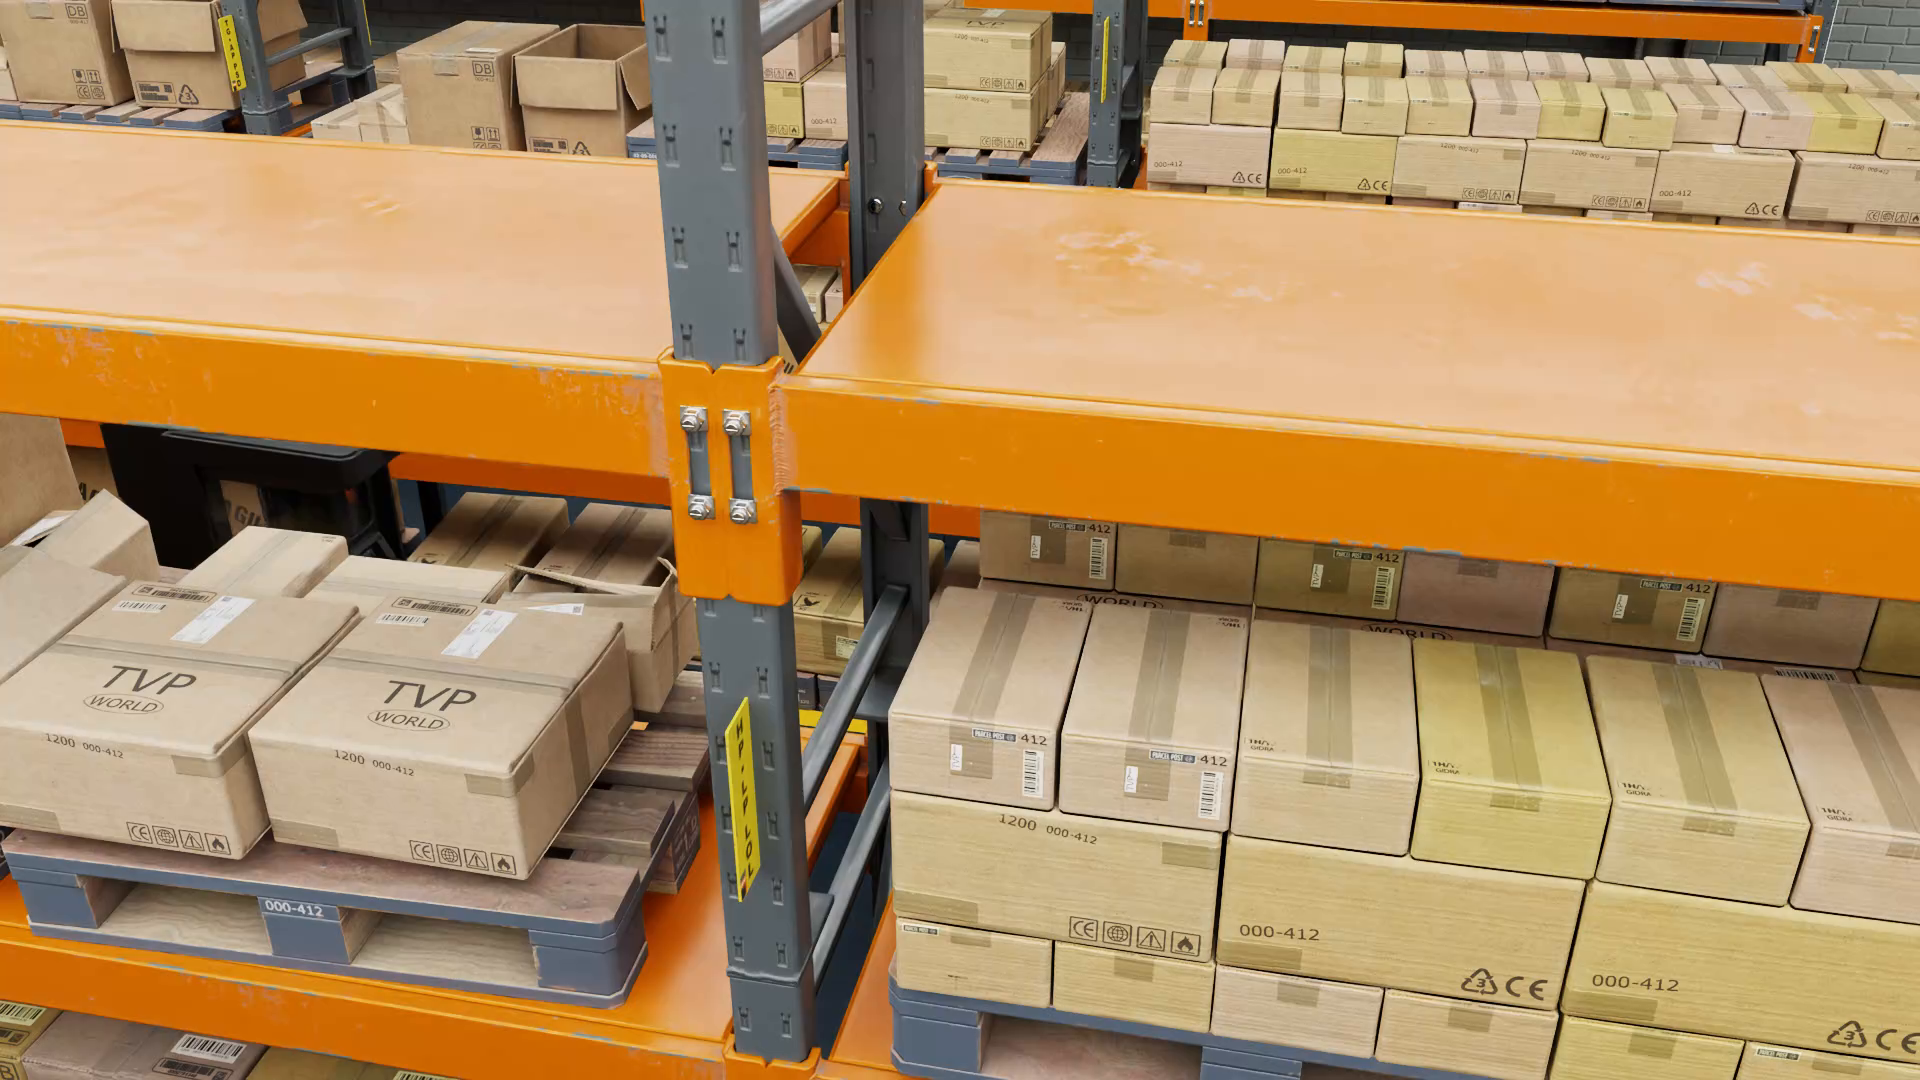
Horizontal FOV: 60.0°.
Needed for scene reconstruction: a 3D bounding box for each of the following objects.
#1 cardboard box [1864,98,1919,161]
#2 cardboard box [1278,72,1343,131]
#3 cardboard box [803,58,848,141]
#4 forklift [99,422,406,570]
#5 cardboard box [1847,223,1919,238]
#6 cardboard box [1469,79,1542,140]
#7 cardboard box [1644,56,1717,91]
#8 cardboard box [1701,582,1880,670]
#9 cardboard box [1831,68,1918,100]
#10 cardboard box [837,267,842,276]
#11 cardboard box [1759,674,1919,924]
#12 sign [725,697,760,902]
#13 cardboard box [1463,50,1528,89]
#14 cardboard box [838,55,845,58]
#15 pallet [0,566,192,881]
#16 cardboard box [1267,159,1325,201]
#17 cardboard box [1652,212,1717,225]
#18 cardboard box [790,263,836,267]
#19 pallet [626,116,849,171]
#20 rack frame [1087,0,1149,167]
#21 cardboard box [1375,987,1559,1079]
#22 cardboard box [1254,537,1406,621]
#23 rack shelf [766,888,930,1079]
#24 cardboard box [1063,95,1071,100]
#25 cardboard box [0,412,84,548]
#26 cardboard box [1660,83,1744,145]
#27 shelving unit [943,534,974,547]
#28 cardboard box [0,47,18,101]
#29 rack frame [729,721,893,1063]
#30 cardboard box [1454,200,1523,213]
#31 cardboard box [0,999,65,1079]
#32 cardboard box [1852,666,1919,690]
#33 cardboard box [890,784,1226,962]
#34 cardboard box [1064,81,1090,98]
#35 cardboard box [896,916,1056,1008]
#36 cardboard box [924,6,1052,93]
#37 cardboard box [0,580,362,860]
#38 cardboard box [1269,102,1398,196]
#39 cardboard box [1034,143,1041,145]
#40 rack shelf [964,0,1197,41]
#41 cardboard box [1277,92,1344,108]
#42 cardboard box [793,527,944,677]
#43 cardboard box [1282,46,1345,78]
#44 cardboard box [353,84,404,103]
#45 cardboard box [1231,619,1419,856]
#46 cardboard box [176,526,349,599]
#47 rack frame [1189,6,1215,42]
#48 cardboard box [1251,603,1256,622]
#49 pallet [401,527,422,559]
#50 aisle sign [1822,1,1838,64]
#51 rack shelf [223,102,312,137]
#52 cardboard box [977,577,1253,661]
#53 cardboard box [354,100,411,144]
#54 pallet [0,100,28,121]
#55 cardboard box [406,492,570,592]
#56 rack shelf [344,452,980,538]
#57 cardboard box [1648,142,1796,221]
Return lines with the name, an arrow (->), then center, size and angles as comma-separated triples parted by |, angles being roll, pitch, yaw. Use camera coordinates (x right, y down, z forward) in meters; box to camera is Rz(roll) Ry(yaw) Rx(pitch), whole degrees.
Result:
cardboard box -> 3.728, -1.619, 6.552 | 0.250, 0.149, 0.380 | 6, 29, 10
cardboard box -> 1.463, -1.836, 6.949 | 0.250, 0.149, 0.380 | 5, 29, 9
cardboard box -> -0.389, -1.986, 7.511 | 0.500, 0.250, 0.500 | 6, 29, 11
forklift -> -2.396, 0.316, 6.783 | 3.031, 2.935, 1.130 | 8, 30, 14
cardboard box -> 3.707, -1.269, 6.745 | 0.250, 0.149, 0.380 | 7, 29, 12
cardboard box -> 2.231, -1.774, 6.836 | 0.250, 0.149, 0.380 | 5, 29, 10
cardboard box -> 3.101, -1.970, 7.195 | 0.250, 0.149, 0.380 | 7, 29, 12
cardboard box -> 1.429, 0.057, 2.950 | 0.250, 0.149, 0.380 | 5, 29, 10
cardboard box -> 3.831, -1.866, 7.004 | 0.250, 0.149, 0.380 | 6, 29, 11
cardboard box -> -0.663, -1.154, 8.546 | 0.500, 0.500, 0.500 | 6, 29, 10
cardboard box -> 1.301, 0.366, 2.385 | 0.250, 0.149, 0.380 | 6, 29, 10
sign -> -0.333, 0.402, 2.565 | 0.005, 0.325, 0.100 | 6, 29, 11
cardboard box -> 2.344, -2.036, 7.315 | 0.250, 0.149, 0.380 | 6, 29, 11
cardboard box -> -0.278, -2.240, 7.975 | 0.500, 0.250, 0.500 | 5, 29, 10
pallet -> -2.406, 0.343, 3.735 | 1.213, 0.211, 1.003 | 7, 30, 13
cardboard box -> 1.469, -1.542, 7.243 | 0.250, 0.149, 0.380 | 6, 29, 11
cardboard box -> 2.964, -1.359, 6.908 | 0.250, 0.149, 0.380 | 5, 29, 9
cardboard box -> -0.764, -1.425, 8.365 | 0.250, 0.149, 0.380 | 7, 30, 13
pallet -> -0.891, -1.956, 7.933 | 1.003, 0.211, 1.213 | 6, 29, 11
rack frame -> 0.706, -3.140, 6.776 | 0.127, 3.000, 1.000 | 6, 29, 11
cardboard box -> 0.798, 0.665, 2.670 | 0.250, 0.149, 0.380 | 5, 29, 10
cardboard box -> 0.688, -0.019, 3.089 | 0.250, 0.149, 0.380 | 6, 29, 10
rack shelf -> 1.727, 1.027, 3.038 | 4.000, 0.370, 1.077 | 6, 29, 11
cardboard box -> 0.874, -3.165, 12.289 | 0.250, 0.149, 0.380 | 6, 29, 11
cardboard box -> -2.382, -0.119, 3.737 | 0.500, 0.500, 0.500 | 6, 29, 11
cardboard box -> 3.002, -1.735, 6.764 | 0.250, 0.149, 0.380 | 5, 29, 9
shelving unit -> 0.014, -0.525, 10.121 | 0.189, 1.200, 0.258 | 6, 29, 11
cardboard box -> -4.626, -2.324, 8.113 | 0.258, 0.266, 0.396 | 5, 29, 9
rack frame -> -0.229, 1.827, 3.952 | 0.127, 3.000, 1.000 | 6, 29, 11
cardboard box -> 2.202, -1.397, 6.978 | 0.250, 0.149, 0.380 | 5, 29, 10
cardboard box -> -2.207, 1.144, 4.053 | 0.500, 0.500, 0.700 | 6, 29, 10
cardboard box -> 1.784, 0.299, 2.924 | 0.500, 0.250, 0.500 | 6, 29, 10
cardboard box -> 0.191, 0.399, 2.742 | 0.500, 0.250, 0.500 | 6, 29, 11
cardboard box -> 0.944, -3.381, 12.685 | 0.250, 0.149, 0.380 | 6, 29, 10
cardboard box -> 0.056, 0.589, 2.809 | 0.250, 0.149, 0.380 | 5, 29, 10
cardboard box -> 0.112, -2.160, 7.308 | 0.500, 0.250, 0.500 | 7, 29, 12
cardboard box -> -1.482, 0.328, 3.180 | 0.500, 0.250, 0.500 | 6, 29, 10
cardboard box -> 1.585, -1.669, 7.059 | 0.500, 0.250, 0.500 | 6, 29, 10
cardboard box -> 0.701, -2.971, 12.350 | 0.500, 0.250, 0.500 | 5, 29, 9
rack shelf -> -0.217, -4.040, 12.294 | 4.000, 0.370, 1.077 | 6, 29, 11
cardboard box -> 1.688, -1.921, 7.519 | 0.500, 0.250, 0.500 | 5, 29, 10
cardboard box -> -0.511, 0.338, 8.970 | 0.625, 0.372, 0.950 | 8, 30, 14
cardboard box -> 1.568, -2.076, 7.388 | 0.250, 0.149, 0.380 | 7, 29, 12
cardboard box -> -2.854, -2.182, 8.412 | 0.250, 0.149, 0.380 | 6, 29, 11
cardboard box -> 0.553, 0.290, 2.525 | 0.250, 0.149, 0.380 | 6, 29, 10
cardboard box -> -1.545, 0.130, 3.647 | 0.250, 0.149, 0.380 | 6, 29, 11
rack frame -> 1.739, -2.840, 12.475 | 0.127, 3.000, 1.000 | 6, 29, 11
cardboard box -> 1.227, 0.371, 8.256 | 0.500, 0.500, 0.500 | 7, 30, 13
pallet -> -3.961, 0.199, 9.828 | 1.213, 0.211, 1.003 | 6, 29, 11
aisle sign -> 5.654, -3.434, 10.854 | 0.004, 0.787, 0.394 | 6, 29, 11
rack shelf -> -5.162, -2.110, 8.768 | 4.000, 0.370, 1.077 | 6, 29, 11
cardboard box -> 0.306, 0.147, 3.202 | 0.500, 0.250, 0.500 | 6, 29, 10
cardboard box -> -2.684, -2.029, 8.011 | 0.258, 0.266, 0.396 | 6, 29, 11
pallet -> -4.941, -2.293, 8.549 | 1.213, 0.211, 1.003 | 7, 30, 13
cardboard box -> -2.655, 0.120, 9.368 | 0.625, 0.372, 0.950 | 4, 29, 7
rack shelf -> -1.250, -0.393, 8.756 | 4.000, 0.370, 1.077 | 6, 29, 11
cardboard box -> 3.061, -1.513, 6.775 | 0.500, 0.250, 0.500 | 7, 29, 12
